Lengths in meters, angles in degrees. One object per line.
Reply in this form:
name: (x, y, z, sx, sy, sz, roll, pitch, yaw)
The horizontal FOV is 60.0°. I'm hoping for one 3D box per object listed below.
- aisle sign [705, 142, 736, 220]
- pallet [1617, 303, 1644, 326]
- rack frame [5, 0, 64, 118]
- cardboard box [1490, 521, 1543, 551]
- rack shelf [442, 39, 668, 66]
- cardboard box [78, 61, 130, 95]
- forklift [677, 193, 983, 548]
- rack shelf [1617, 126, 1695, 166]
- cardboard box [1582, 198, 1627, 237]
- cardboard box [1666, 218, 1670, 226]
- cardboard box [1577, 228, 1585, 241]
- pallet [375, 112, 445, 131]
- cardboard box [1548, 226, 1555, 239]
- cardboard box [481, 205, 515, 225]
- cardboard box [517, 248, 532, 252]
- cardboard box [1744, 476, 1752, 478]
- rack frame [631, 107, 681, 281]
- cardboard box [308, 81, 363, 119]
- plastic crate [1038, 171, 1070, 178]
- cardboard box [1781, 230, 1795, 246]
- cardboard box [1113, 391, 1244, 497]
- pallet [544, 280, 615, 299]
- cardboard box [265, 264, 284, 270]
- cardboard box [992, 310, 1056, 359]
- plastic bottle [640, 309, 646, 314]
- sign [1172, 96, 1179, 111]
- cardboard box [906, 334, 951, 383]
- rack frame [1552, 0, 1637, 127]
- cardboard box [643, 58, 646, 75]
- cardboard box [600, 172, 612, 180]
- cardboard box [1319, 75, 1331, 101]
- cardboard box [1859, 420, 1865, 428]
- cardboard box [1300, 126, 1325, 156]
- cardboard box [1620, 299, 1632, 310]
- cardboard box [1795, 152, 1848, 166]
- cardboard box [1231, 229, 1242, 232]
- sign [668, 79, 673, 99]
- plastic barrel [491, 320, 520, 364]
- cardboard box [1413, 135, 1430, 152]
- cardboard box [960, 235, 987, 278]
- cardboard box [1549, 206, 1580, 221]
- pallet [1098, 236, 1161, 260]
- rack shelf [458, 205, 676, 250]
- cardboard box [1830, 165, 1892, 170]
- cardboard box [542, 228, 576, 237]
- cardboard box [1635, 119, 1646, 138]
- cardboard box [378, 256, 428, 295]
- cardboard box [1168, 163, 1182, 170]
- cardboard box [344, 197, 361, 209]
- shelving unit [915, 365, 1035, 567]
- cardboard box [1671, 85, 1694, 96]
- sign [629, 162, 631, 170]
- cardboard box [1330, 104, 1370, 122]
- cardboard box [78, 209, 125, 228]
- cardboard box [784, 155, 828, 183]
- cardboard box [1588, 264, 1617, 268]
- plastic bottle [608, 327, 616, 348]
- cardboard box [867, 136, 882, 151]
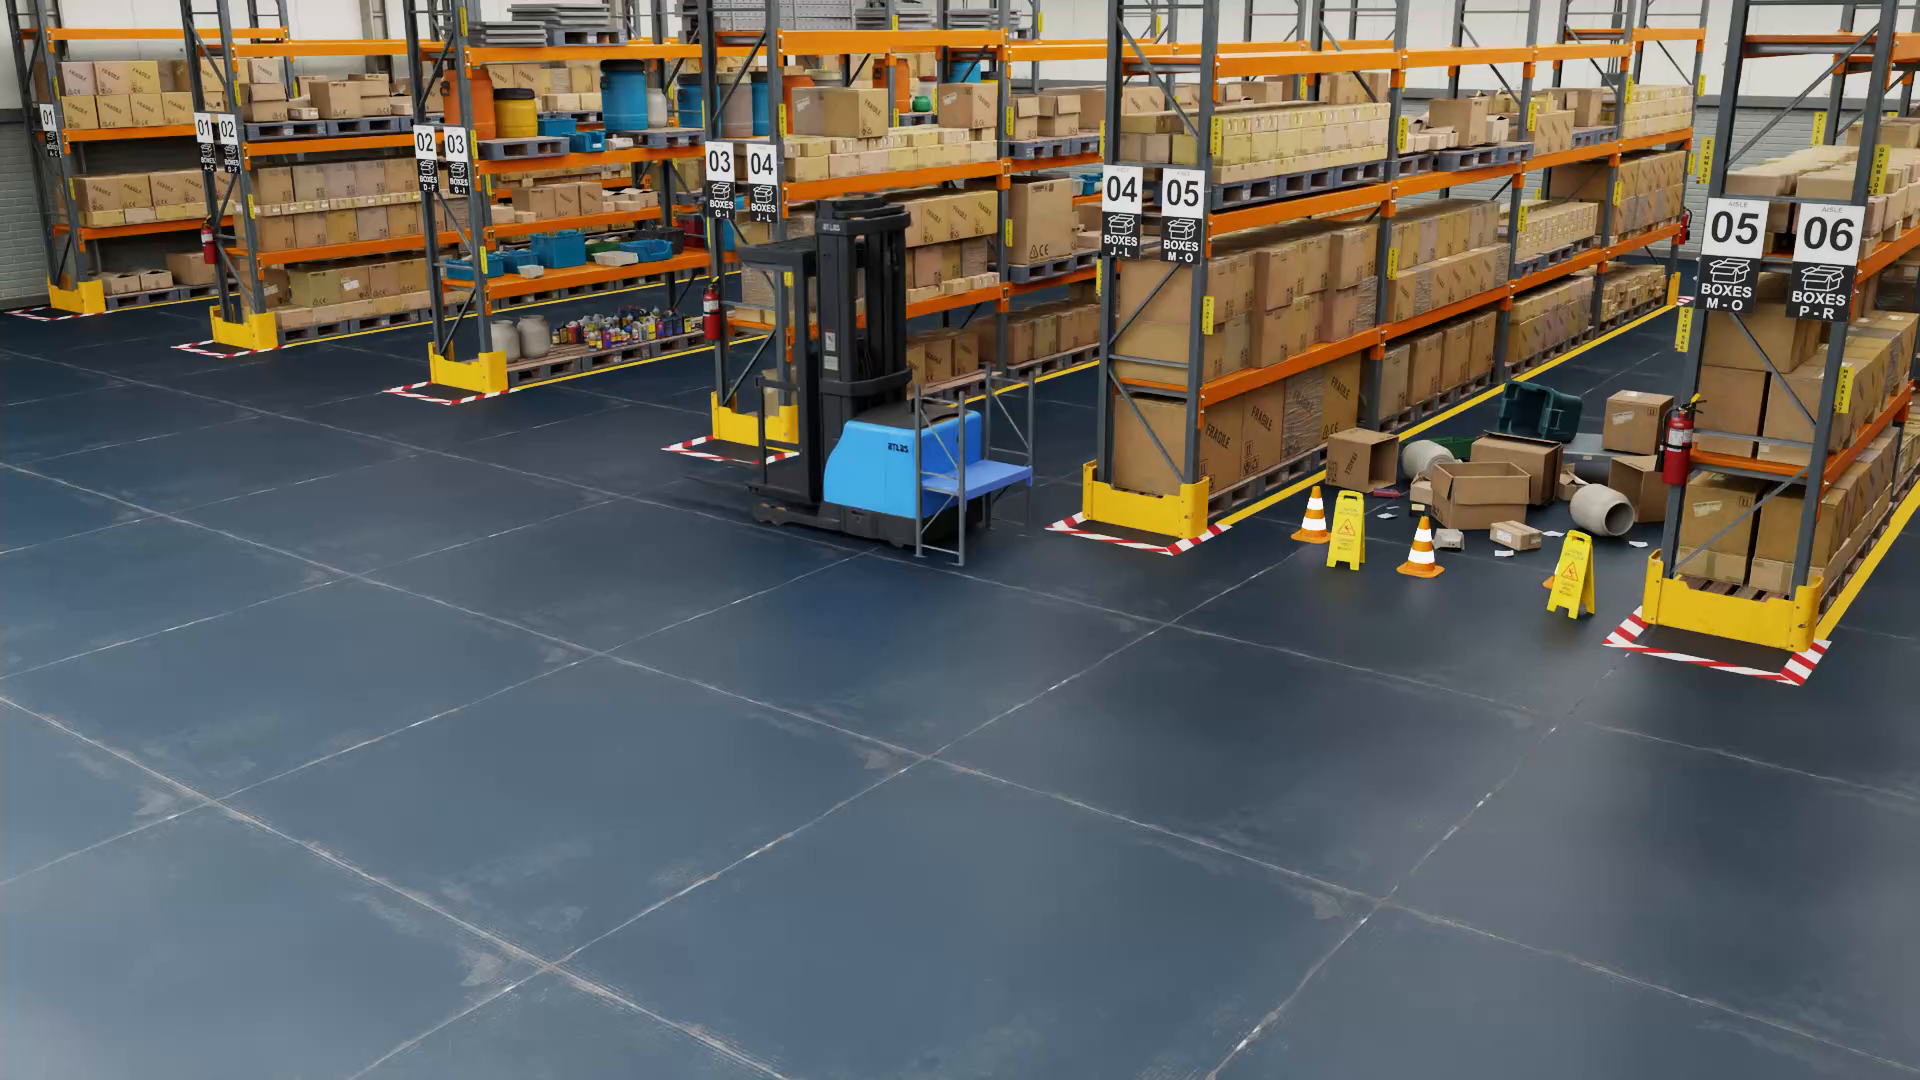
aisle sign: (-2.507, -3.762, 17.418, 0.394, 0.787, 0.004, 12, 21, 35)
pallet: (9.942, -3.567, 25.873, 1.003, 0.211, 1.213, 12, 21, 35)
rack frame: (-14.164, -7.974, 25.246, 1.000, 3.000, 0.127, 12, 21, 35)
cardboard box: (4.887, -0.039, 14.618, 0.250, 0.149, 0.380, -7, 19, -22)
rack shelf: (-6.608, -7.994, 27.198, 1.077, 0.370, 4.000, 12, 21, 35)
cardboard box: (-13.400, -7.235, 26.038, 0.500, 0.500, 0.500, 12, 21, 34)
forklift: (-1.296, -1.650, 15.115, 3.031, 2.935, 1.130, 12, 21, 33)
rack shelf: (10.035, -6.006, 25.180, 1.077, 0.370, 4.000, 12, 21, 35)
cardboard box: (9.341, -4.703, 24.162, 0.500, 0.500, 0.500, 12, 21, 34)
cardboard box: (11.081, -5.093, 26.509, 0.380, 0.149, 0.250, 12, 21, 35)
cardboard box: (8.462, -4.270, 23.152, 0.380, 0.149, 0.250, 12, 21, 35)
pallet: (-8.287, -6.369, 25.287, 1.003, 0.211, 1.213, 12, 21, 35)
cardboard box: (7.676, -4.097, 22.092, 0.380, 0.149, 0.250, 12, 21, 34)
cardboard box: (-7.542, -5.240, 26.813, 0.500, 0.250, 0.500, 14, 22, 38)
cardboard box: (-7.185, -4.733, 27.908, 0.500, 0.311, 0.500, 12, 21, 35)
cardboard box: (6.162, -0.623, 13.262, 0.380, 0.149, 0.250, 13, 22, 36)
rack frame: (-5.417, -6.139, 29.456, 1.000, 3.000, 0.127, 12, 21, 35)
cardboard box: (-8.974, -6.329, 23.896, 0.500, 0.500, 0.500, 12, 21, 35)
plastic crate: (1.676, -6.444, 30.226, 0.402, 0.464, 0.583, 12, 21, 35)
cardboard box: (6.025, -2.301, 12.461, 0.380, 0.149, 0.250, 13, 22, 36)
cardboard box: (2.045, -0.941, 15.591, 0.875, 0.875, 0.875, 13, 21, 35)
pallet: (-6.666, -4.329, 28.329, 1.003, 0.211, 1.213, 12, 21, 35)
cardboard box: (-12.075, -4.785, 29.132, 0.380, 0.166, 0.250, 9, 20, 28)
cardboard box: (0.836, -2.704, 21.868, 0.700, 0.500, 0.500, 12, 21, 34)
plastic bottle: (-4.537, -3.140, 23.647, 0.152, 0.276, 0.135, 13, 22, 37)
sign: (2.972, -5.971, 22.984, 0.100, 0.325, 0.005, 12, 21, 35)
cardboard box: (-0.452, -2.216, 20.329, 0.500, 0.500, 0.500, -12, 21, -33)
rack frame: (8.844, -7.305, 23.095, 1.000, 3.000, 0.127, 12, 21, 35)
cardboard box: (-6.364, -10.054, 35.116, 0.500, 0.500, 0.500, 12, 21, 34)
cardboard box: (-7.420, -7.534, 34.338, 0.380, 0.149, 0.250, 12, 21, 35)
cardboard box: (5.663, -7.394, 27.392, 0.700, 0.500, 0.500, 14, 22, 37)
cardboard box: (7.065, -1.018, 13.389, 0.380, 0.149, 0.250, 12, 21, 33)
cardboard box: (3.088, -3.764, 15.622, 0.500, 0.250, 0.500, 12, 21, 34)
cardboard box: (10.059, -3.625, 25.459, 0.380, 0.149, 0.250, 12, 21, 33)
cardboard box: (7.081, -3.106, 13.709, 0.380, 0.149, 0.250, 12, 21, 33)
cardboard box: (3.953, -4.868, 25.193, 0.500, 0.500, 0.500, 13, 21, 35)
sign: (-4.976, -7.757, 28.601, 0.100, 0.325, 0.005, 12, 21, 35)
plastic barrel: (-5.877, -2.541, 21.354, 0.421, 0.512, 0.421, 0, 17, 0)
cardboard box: (4.894, -4.299, 18.018, 0.250, 0.149, 0.380, 12, 21, 35)
cardboard box: (-0.164, -3.529, 20.379, 0.875, 0.500, 0.500, 12, 21, 35)
cardboard box: (8.290, -4.487, 22.847, 0.380, 0.149, 0.250, 12, 21, 35)
pallet: (2.198, -4.108, 23.237, 1.213, 0.211, 1.003, 12, 21, 35)
rack shelf: (-6.608, -5.320, 28.029, 1.077, 0.370, 4.000, 12, 21, 35)
cardboard box: (6.721, -2.707, 12.425, 0.380, 0.149, 0.250, 12, 21, 34)
cardboard box: (-8.326, -6.547, 33.686, 0.750, 0.750, 0.750, 12, 21, 34)
cardboard box: (9.622, -5.986, 24.156, 0.500, 0.250, 0.500, 12, 21, 34)
cardboard box: (-8.503, -4.046, 25.380, 0.500, 0.500, 0.500, 12, 21, 35)
cardboard box: (1.770, -3.342, 14.936, 0.380, 0.149, 0.250, 13, 21, 35)
cardboard box: (-9.011, -4.954, 24.377, 0.380, 0.149, 0.250, 12, 21, 34)
shelving unit: (0.135, -0.658, 14.334, 0.538, 1.500, 1.048, 12, 21, 35)
cardboard box: (11.265, -7.052, 26.074, 0.380, 0.149, 0.250, 12, 21, 34)
sign: (-5.858, -6.748, 29.598, 0.100, 0.325, 0.005, 12, 21, 35)
cardboard box: (3.814, -4.213, 16.398, 0.380, 0.149, 0.250, 12, 21, 35)
cardboard box: (-13.618, -5.107, 26.349, 0.500, 0.250, 0.500, 12, 21, 33)
cardboard box: (-1.735, -3.913, 17.480, 0.500, 0.250, 0.500, 13, 22, 36)
cardboard box: (10.321, -4.327, 26.716, 0.380, 0.149, 0.250, 12, 21, 35)
plastic bottle: (-4.673, -2.723, 22.314, 0.097, 0.271, 0.097, 0, 17, 0)
cardboard box: (-1.078, -4.362, 18.256, 0.380, 0.149, 0.250, 11, 21, 32)
